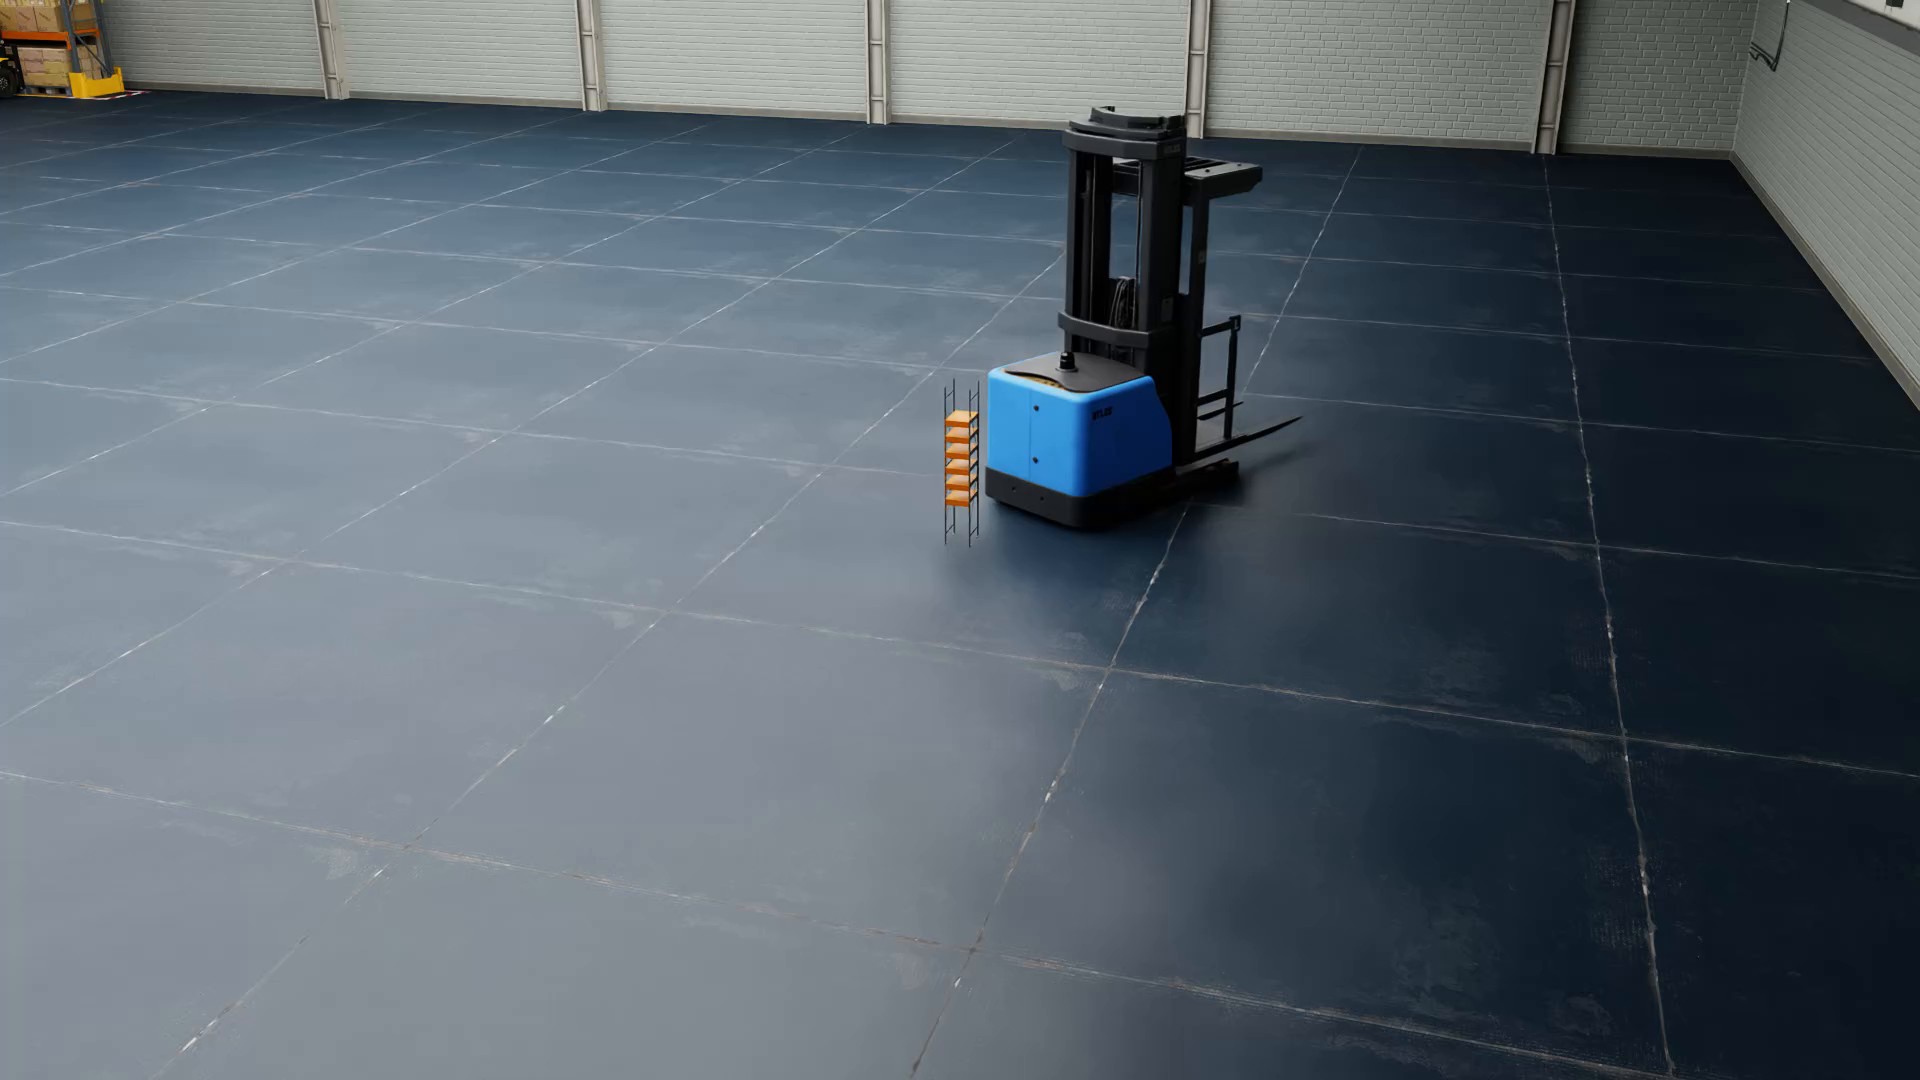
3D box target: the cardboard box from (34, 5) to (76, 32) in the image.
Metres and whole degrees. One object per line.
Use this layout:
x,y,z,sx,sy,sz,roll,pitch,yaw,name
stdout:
-18.907,-10.894,34.743,0.500,0.500,0.500,6,23,14,cardboard box

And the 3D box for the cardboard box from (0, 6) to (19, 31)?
-19.891,-11.010,35.026,0.500,0.500,0.500,6,23,14,cardboard box

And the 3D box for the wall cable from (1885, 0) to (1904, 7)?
9.636,-8.102,15.683,0.169,6.003,2.305,7,23,16,wall cable

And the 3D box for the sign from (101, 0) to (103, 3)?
-18.194,-11.527,35.174,0.005,0.325,0.100,7,23,16,sign

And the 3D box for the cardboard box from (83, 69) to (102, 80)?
-18.773,-9.936,35.610,0.500,0.250,0.500,7,23,16,cardboard box

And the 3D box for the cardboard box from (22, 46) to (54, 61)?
-19.381,-10.264,35.093,0.500,0.250,0.500,7,23,16,cardboard box

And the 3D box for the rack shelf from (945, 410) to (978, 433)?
0.014,-0.845,11.919,0.180,0.103,0.258,7,23,15,rack shelf

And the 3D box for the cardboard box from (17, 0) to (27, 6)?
-19.491,-11.271,34.807,0.250,0.149,0.380,6,23,15,cardboard box

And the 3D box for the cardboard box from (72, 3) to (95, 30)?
-18.754,-11.090,35.222,0.500,0.500,0.500,7,23,17,cardboard box

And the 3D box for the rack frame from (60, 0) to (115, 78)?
-18.360,-10.889,34.863,0.127,3.000,1.000,7,23,16,rack frame

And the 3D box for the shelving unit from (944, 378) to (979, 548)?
0.014,-0.554,12.038,0.189,1.200,0.258,7,23,15,shelving unit

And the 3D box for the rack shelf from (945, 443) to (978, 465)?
0.014,-0.623,12.010,0.180,0.103,0.258,7,23,15,rack shelf

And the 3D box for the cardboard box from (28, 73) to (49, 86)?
-19.374,-9.806,35.292,0.500,0.250,0.500,7,23,15,cardboard box

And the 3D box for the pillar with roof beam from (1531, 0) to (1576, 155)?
8.712,-9.215,22.878,0.400,9.000,9.100,7,23,16,pillar with roof beam

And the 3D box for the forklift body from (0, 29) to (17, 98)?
-20.702,-10.041,33.915,1.214,2.155,2.313,7,23,16,forklift body

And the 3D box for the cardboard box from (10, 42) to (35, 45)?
-20.209,-10.566,35.828,0.500,0.250,0.500,6,23,14,cardboard box

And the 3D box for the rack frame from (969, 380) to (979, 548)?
0.101,-0.544,12.014,0.006,1.200,0.240,7,23,15,rack frame

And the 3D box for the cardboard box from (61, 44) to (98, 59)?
-18.765,-10.395,35.411,0.500,0.250,0.500,6,23,15,cardboard box

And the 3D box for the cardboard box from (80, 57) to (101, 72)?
-18.750,-10.169,35.520,0.500,0.250,0.500,7,23,16,cardboard box

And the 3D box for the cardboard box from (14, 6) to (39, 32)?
-19.401,-10.954,34.890,0.500,0.500,0.500,7,23,17,cardboard box

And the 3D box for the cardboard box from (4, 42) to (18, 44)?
-20.692,-10.618,35.955,0.500,0.250,0.500,7,23,16,cardboard box

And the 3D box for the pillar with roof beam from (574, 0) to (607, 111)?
-8.521,-11.189,27.689,0.400,9.000,9.100,7,23,16,pillar with roof beam

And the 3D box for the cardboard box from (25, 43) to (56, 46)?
-19.720,-10.507,35.685,0.500,0.250,0.500,6,23,15,cardboard box

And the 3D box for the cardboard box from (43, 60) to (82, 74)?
-18.916,-9.982,35.063,0.500,0.250,0.500,6,23,15,cardboard box

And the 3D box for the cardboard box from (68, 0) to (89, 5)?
-18.610,-11.367,35.041,0.250,0.149,0.380,6,23,14,cardboard box

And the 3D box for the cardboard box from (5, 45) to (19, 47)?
-20.350,-10.374,35.362,0.500,0.250,0.500,6,23,14,cardboard box

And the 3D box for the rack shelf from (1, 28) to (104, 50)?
-20.274,-10.775,35.534,4.000,0.370,1.077,7,23,16,rack shelf

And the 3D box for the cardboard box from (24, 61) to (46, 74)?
-19.393,-10.041,35.207,0.500,0.250,0.500,6,23,15,cardboard box

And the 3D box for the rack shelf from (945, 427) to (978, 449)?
0.014,-0.734,11.964,0.180,0.103,0.258,7,23,15,rack shelf

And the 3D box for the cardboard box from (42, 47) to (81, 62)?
-18.891,-10.211,34.962,0.500,0.250,0.500,7,23,17,cardboard box

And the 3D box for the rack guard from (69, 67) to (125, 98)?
-18.337,-9.730,35.331,0.348,0.500,1.175,7,23,16,rack guard

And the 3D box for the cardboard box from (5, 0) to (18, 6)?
-19.760,-11.283,34.837,0.250,0.149,0.380,6,23,14,cardboard box

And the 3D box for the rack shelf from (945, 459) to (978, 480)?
0.014,-0.512,12.055,0.180,0.103,0.258,7,23,15,rack shelf

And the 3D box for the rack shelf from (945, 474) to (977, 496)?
0.014,-0.401,12.101,0.180,0.103,0.258,7,23,15,rack shelf

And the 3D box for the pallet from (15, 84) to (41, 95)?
-20.268,-9.802,35.887,1.213,0.211,1.003,7,23,15,pallet

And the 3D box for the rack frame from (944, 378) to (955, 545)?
-0.074,-0.564,12.063,0.006,1.200,0.240,7,23,15,rack frame

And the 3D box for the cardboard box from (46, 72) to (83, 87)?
-18.901,-9.748,35.151,0.500,0.250,0.500,7,23,16,cardboard box

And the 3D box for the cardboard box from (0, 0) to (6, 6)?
-20.008,-11.303,34.887,0.250,0.149,0.380,7,23,16,cardboard box

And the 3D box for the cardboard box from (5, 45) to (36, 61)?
-19.867,-10.316,35.219,0.500,0.250,0.500,7,23,16,cardboard box

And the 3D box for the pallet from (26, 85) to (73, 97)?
-19.104,-9.667,35.559,1.213,0.211,1.003,7,23,16,pallet

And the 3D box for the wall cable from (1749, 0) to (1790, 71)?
12.394,-8.539,25.322,0.112,2.526,3.097,7,23,16,wall cable

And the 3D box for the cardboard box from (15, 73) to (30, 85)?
-19.851,-9.864,35.434,0.500,0.250,0.500,7,23,16,cardboard box

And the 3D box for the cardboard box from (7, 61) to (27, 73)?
-19.893,-10.090,35.326,0.500,0.250,0.500,6,23,14,cardboard box

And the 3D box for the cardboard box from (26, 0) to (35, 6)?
-19.257,-11.239,34.731,0.250,0.149,0.380,7,23,17,cardboard box

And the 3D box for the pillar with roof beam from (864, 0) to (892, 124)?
-2.777,-10.531,26.085,0.400,9.000,9.100,7,23,16,pillar with roof beam

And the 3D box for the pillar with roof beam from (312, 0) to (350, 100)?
-14.265,-11.846,29.292,0.400,9.000,9.100,7,23,16,pillar with roof beam

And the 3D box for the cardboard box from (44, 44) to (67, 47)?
-19.245,-10.448,35.542,0.500,0.250,0.500,7,23,16,cardboard box

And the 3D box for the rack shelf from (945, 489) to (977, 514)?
0.014,-0.290,12.146,0.180,0.103,0.258,7,23,15,rack shelf

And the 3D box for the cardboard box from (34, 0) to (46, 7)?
-19.026,-11.189,34.607,0.250,0.149,0.380,7,23,16,cardboard box

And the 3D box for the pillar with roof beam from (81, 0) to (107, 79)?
-20.009,-12.504,30.896,0.400,9.000,9.100,7,23,16,pillar with roof beam

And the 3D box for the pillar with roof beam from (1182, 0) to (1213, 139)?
2.967,-9.873,24.482,0.400,9.000,9.100,7,23,16,pillar with roof beam

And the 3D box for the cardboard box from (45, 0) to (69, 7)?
-18.773,-11.171,34.565,0.250,0.149,0.380,7,23,16,cardboard box

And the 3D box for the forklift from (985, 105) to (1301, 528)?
1.608,-1.906,13.054,3.031,2.935,1.130,-20,30,-40,forklift
